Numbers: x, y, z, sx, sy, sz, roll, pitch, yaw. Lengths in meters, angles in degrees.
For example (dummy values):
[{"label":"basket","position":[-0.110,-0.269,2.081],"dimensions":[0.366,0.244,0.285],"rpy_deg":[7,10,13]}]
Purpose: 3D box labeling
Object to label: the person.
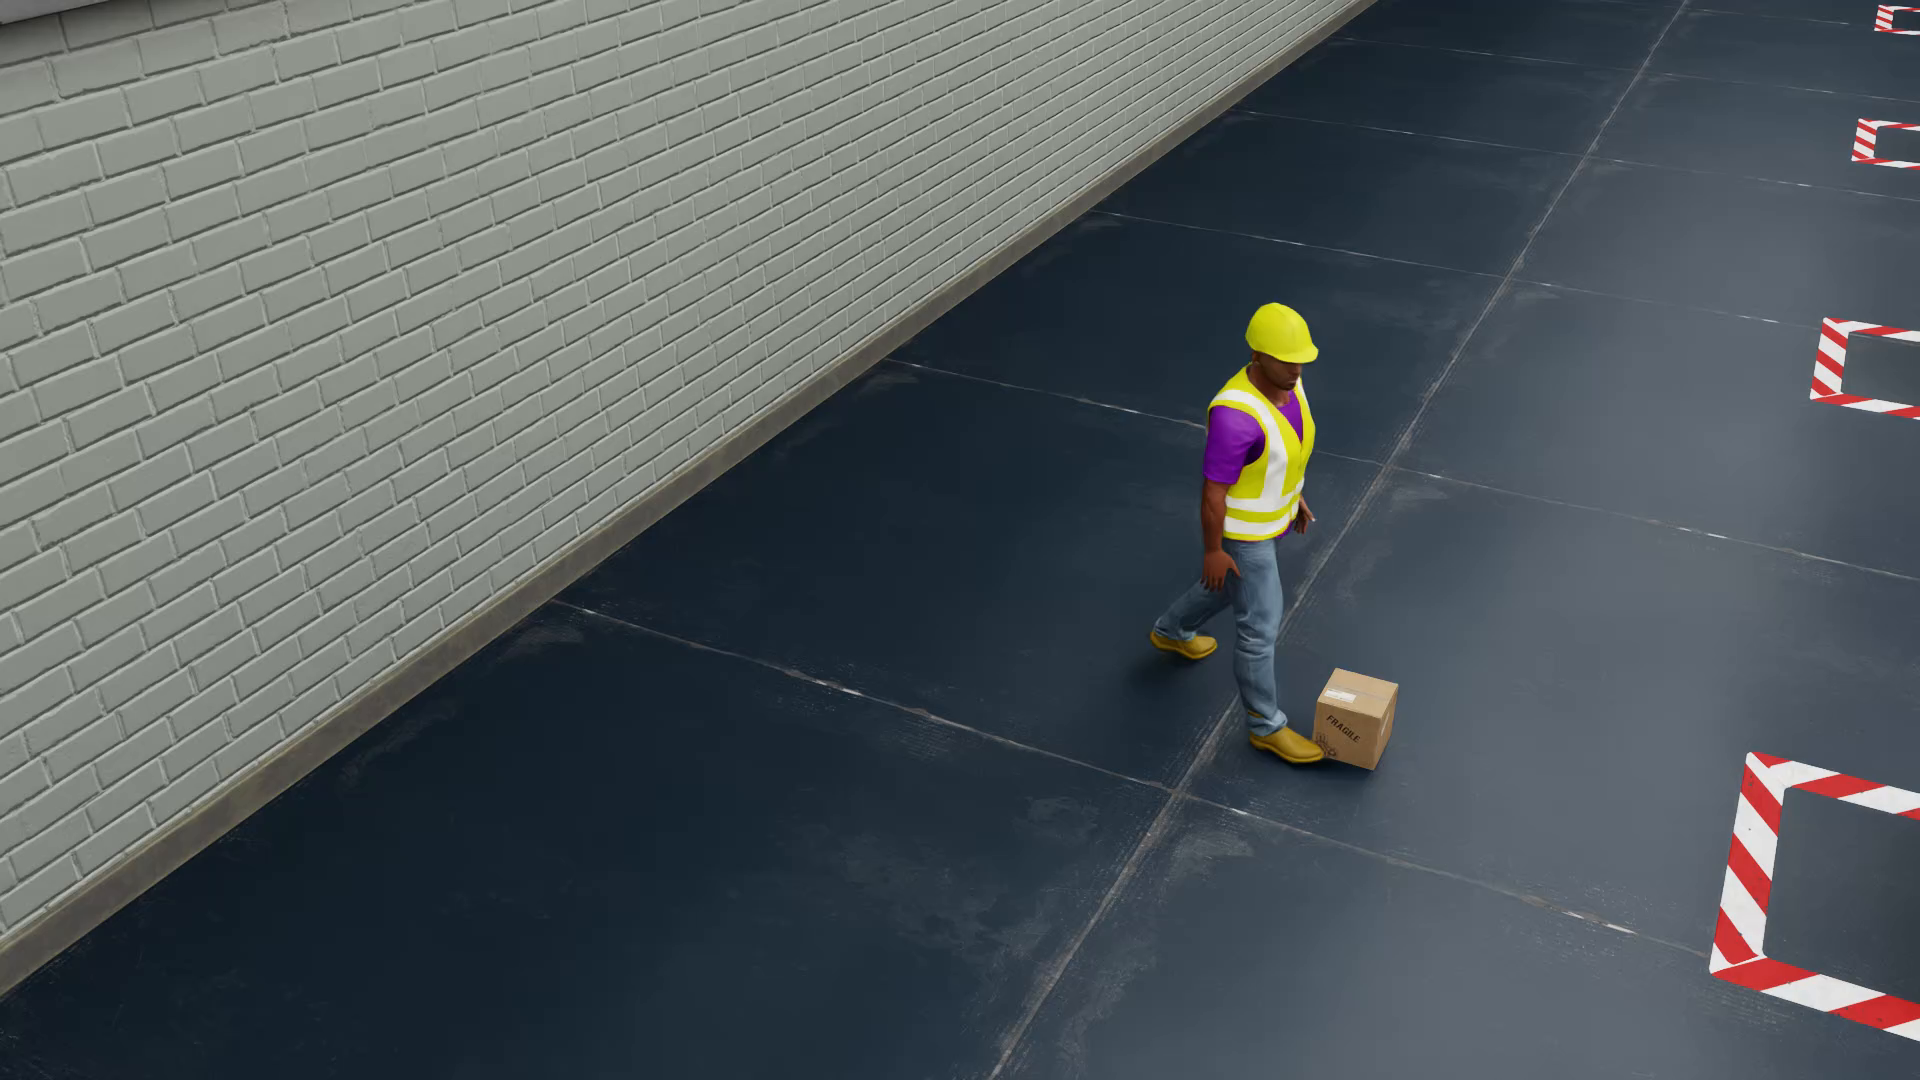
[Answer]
[{"label":"person","position":[1.099,-0.085,6.254],"dimensions":[0.871,1.755,0.645],"rpy_deg":[16,33,25]}]
